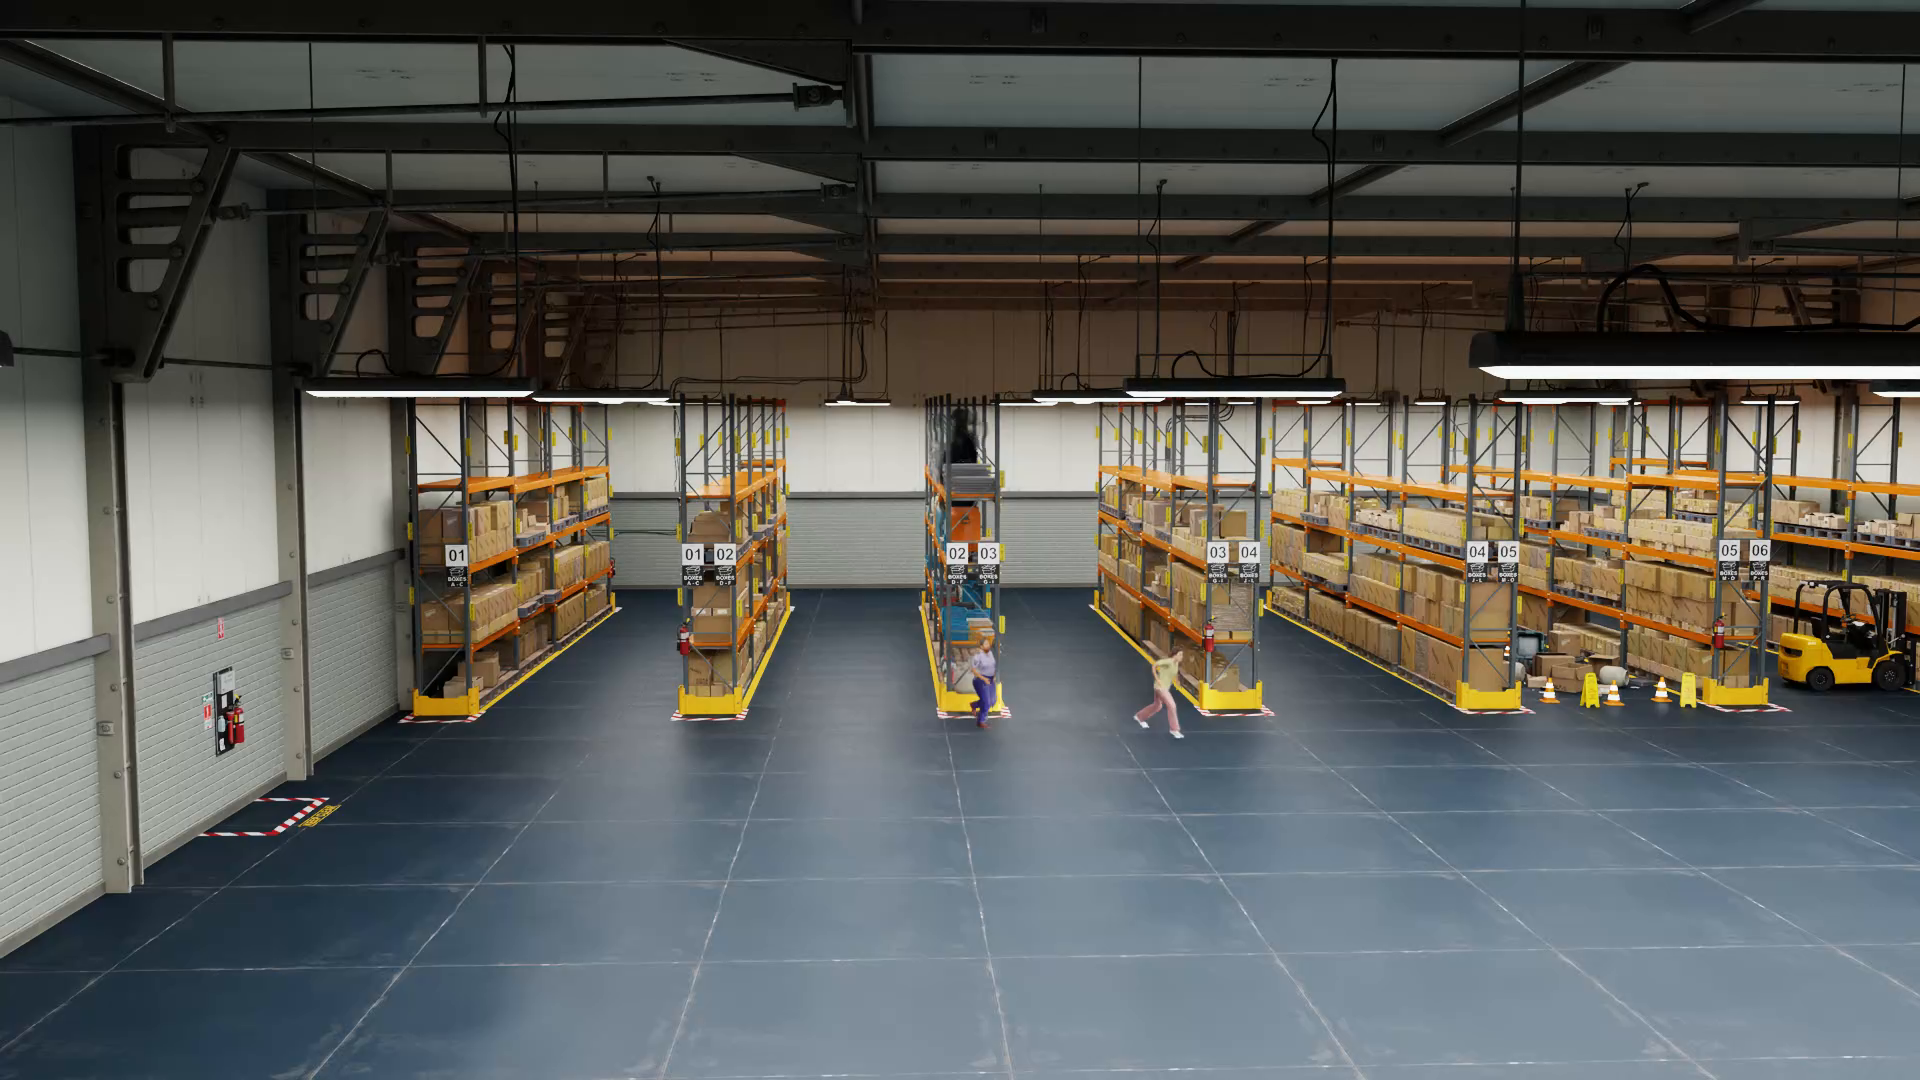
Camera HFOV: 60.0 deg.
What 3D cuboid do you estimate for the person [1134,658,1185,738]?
[{"bbox_3d":[3.494,2.747,29.151,1.003,1.420,0.561,4,6,39],"label":"person"}]

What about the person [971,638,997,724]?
[{"bbox_3d":[0.428,2.529,29.916,0.575,1.539,0.634,4,6,40],"label":"person"}]

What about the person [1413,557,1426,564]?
[{"bbox_3d":[13.659,1.003,49.378,0.737,1.731,0.579,-1,5,-10],"label":"person"}]
